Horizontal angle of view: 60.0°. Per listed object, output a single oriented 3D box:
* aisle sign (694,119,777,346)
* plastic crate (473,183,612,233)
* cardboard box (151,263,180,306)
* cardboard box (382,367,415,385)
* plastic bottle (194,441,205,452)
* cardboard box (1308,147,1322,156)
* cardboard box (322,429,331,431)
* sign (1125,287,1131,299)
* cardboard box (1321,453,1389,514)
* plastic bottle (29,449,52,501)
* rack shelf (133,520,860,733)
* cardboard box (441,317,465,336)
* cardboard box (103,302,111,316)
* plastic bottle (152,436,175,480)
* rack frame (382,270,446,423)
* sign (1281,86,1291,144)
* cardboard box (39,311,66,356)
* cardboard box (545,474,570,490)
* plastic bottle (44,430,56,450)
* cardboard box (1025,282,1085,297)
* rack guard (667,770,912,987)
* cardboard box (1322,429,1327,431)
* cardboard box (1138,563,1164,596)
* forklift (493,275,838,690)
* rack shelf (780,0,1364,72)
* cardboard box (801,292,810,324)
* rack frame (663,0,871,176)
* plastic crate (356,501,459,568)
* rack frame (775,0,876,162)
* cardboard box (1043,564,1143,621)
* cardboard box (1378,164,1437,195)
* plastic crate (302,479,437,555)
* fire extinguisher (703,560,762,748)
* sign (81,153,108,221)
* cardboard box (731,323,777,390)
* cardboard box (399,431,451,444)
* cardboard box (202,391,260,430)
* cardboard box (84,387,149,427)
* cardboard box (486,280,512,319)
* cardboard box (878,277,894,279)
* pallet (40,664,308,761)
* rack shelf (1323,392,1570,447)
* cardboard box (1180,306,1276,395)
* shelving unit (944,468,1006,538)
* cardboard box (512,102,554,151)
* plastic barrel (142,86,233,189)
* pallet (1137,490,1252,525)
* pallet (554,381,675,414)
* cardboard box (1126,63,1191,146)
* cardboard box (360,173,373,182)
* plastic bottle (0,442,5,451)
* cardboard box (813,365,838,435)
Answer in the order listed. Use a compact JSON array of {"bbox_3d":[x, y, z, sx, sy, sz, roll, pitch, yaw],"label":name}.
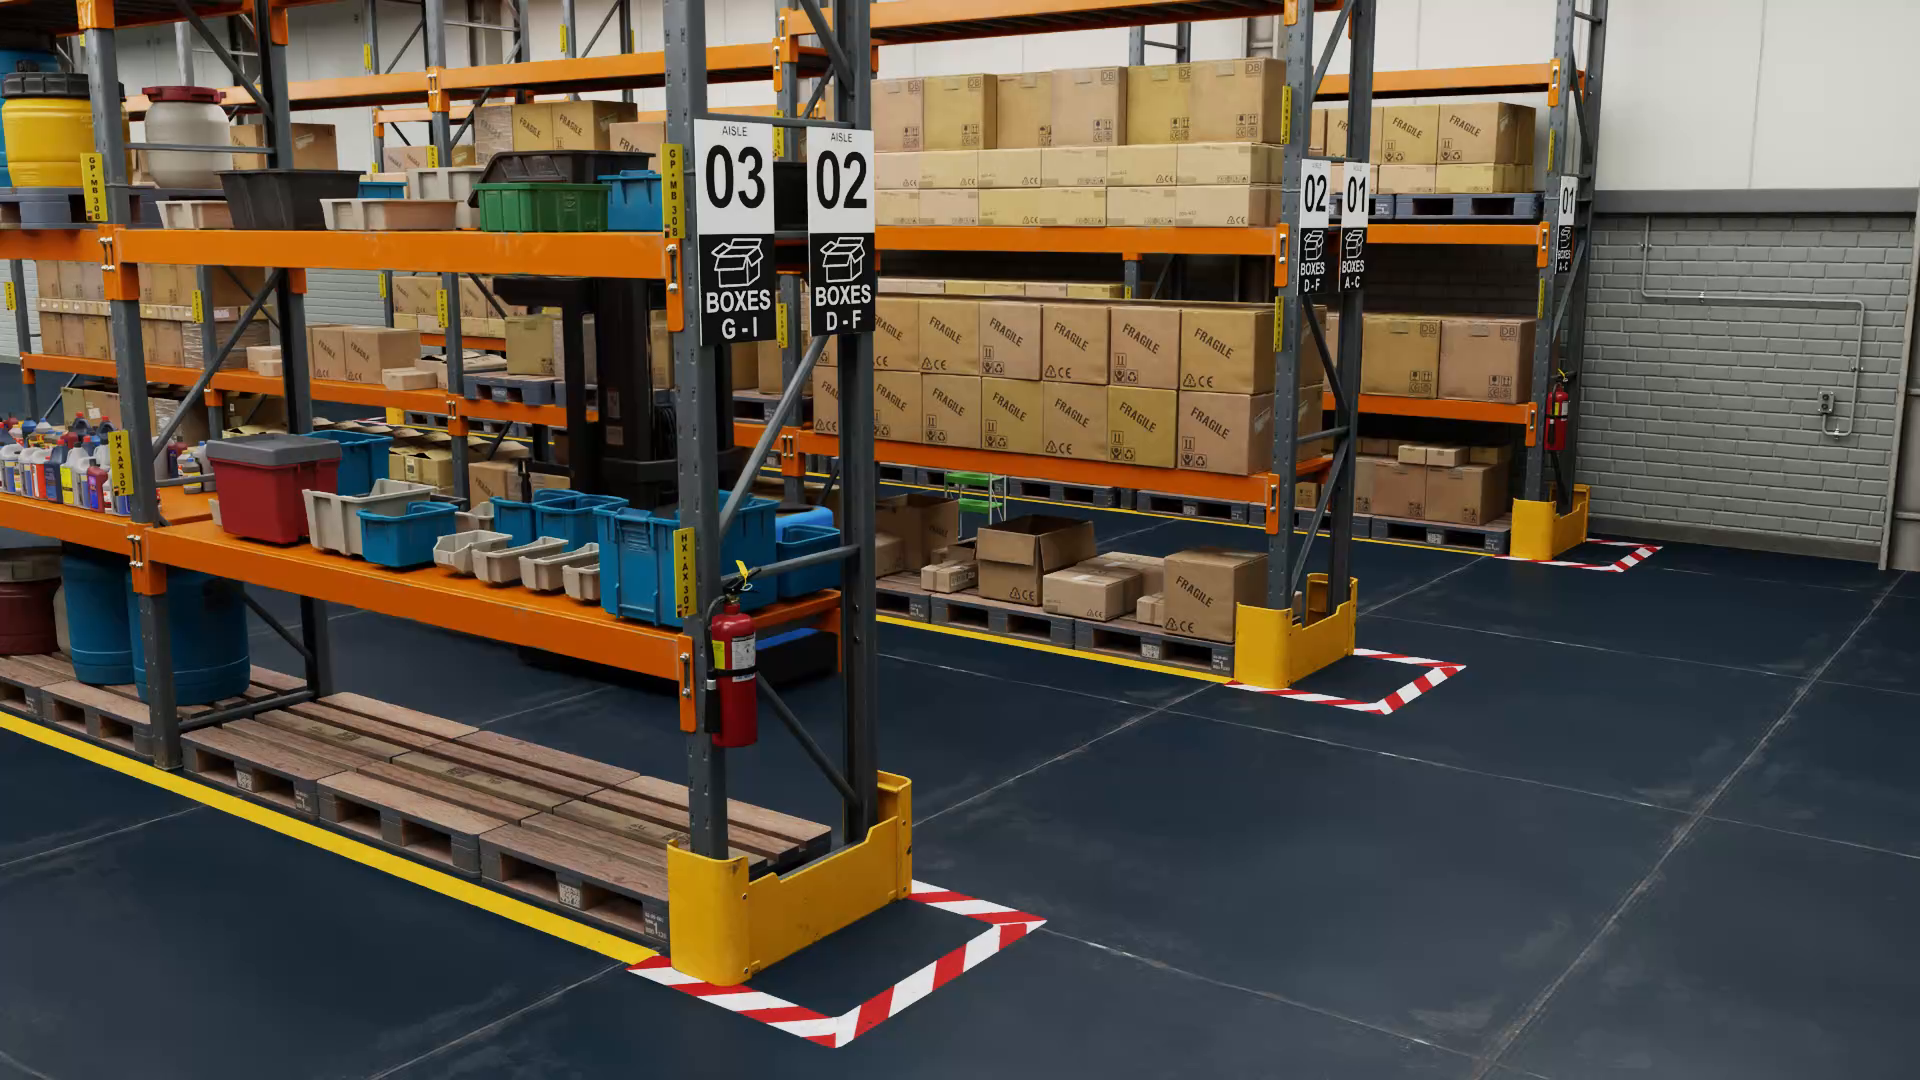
[{"bbox_3d":[-0.808,-1.110,6.026,0.004,0.787,0.394,8,13,36],"label":"aisle sign"},{"bbox_3d":[-1.657,-1.323,6.629,0.336,0.188,0.450,8,13,36],"label":"plastic crate"},{"bbox_3d":[-8.200,-2.785,17.851,0.500,0.500,0.700,8,13,35],"label":"cardboard box"},{"bbox_3d":[-5.267,-1.555,15.834,0.250,0.149,0.380,9,14,40],"label":"cardboard box"},{"bbox_3d":[-4.437,-0.442,9.756,0.097,0.271,0.097,0,11,0],"label":"plastic bottle"},{"bbox_3d":[1.982,-2.387,10.651,0.500,0.250,0.500,8,13,36],"label":"cardboard box"},{"bbox_3d":[-6.426,-0.926,16.574,0.500,0.311,0.500,7,13,34],"label":"cardboard box"},{"bbox_3d":[1.634,-2.299,16.174,0.005,0.325,0.100,8,13,36],"label":"sign"},{"bbox_3d":[3.739,-0.558,15.494,0.500,0.500,0.700,7,13,34],"label":"cardboard box"},{"bbox_3d":[-5.127,-0.368,9.362,0.135,0.276,0.152,8,13,36],"label":"plastic bottle"},{"bbox_3d":[-2.305,0.242,7.778,4.000,0.370,1.077,8,13,36],"label":"rack shelf"},{"bbox_3d":[-6.686,-2.921,22.571,0.500,0.250,0.500,8,13,35],"label":"cardboard box"},{"bbox_3d":[-9.227,-2.561,18.399,0.250,0.149,0.380,8,14,36],"label":"cardboard box"},{"bbox_3d":[-4.811,-0.490,9.992,0.135,0.276,0.152,8,13,36],"label":"plastic bottle"},{"bbox_3d":[-7.725,-3.202,23.685,0.127,3.000,1.000,8,13,36],"label":"rack frame"},{"bbox_3d":[1.897,-2.469,9.668,0.005,0.325,0.100,8,13,36],"label":"sign"},{"bbox_3d":[-10.285,-2.438,19.472,0.500,0.500,0.700,8,14,36],"label":"cardboard box"},{"bbox_3d":[-3.182,-0.323,14.223,0.500,0.500,0.500,8,13,35],"label":"cardboard box"},{"bbox_3d":[-5.902,-0.612,10.819,0.097,0.201,0.097,0,11,0],"label":"plastic bottle"},{"bbox_3d":[1.013,-2.499,16.974,0.500,0.250,0.500,8,14,37],"label":"cardboard box"},{"bbox_3d":[-0.666,1.341,6.781,0.348,0.500,1.175,8,13,36],"label":"rack guard"},{"bbox_3d":[3.332,-0.980,15.968,0.250,0.149,0.380,8,14,36],"label":"cardboard box"},{"bbox_3d":[1.569,0.329,11.515,0.500,0.250,0.500,8,13,36],"label":"cardboard box"},{"bbox_3d":[-2.271,-0.679,10.824,3.031,2.935,1.130,8,13,35],"label":"forklift"},{"bbox_3d":[0.630,-3.460,11.126,4.000,0.370,1.077,8,13,36],"label":"rack shelf"},{"bbox_3d":[-1.662,-2.619,19.250,0.500,0.500,0.700,6,13,29],"label":"cardboard box"},{"bbox_3d":[-0.693,-2.832,5.977,0.127,3.000,1.000,8,13,36],"label":"rack frame"},{"bbox_3d":[-2.500,-0.026,7.548,0.300,0.233,0.416,8,13,36],"label":"plastic crate"},{"bbox_3d":[-0.982,-4.040,12.219,0.127,3.000,1.000,8,13,36],"label":"rack frame"},{"bbox_3d":[0.910,0.355,11.381,0.500,0.250,0.500,8,13,36],"label":"cardboard box"},{"bbox_3d":[4.003,-3.158,14.584,0.500,0.250,0.500,7,13,33],"label":"cardboard box"},{"bbox_3d":[-2.795,-0.108,7.844,0.530,0.282,0.437,8,13,36],"label":"plastic crate"},{"bbox_3d":[-0.840,0.421,6.143,0.183,0.674,0.296,8,13,36],"label":"fire extinguisher"},{"bbox_3d":[-4.244,-1.730,8.152,0.005,0.325,0.100,8,13,36],"label":"sign"},{"bbox_3d":[-1.823,-1.505,13.541,0.700,0.500,0.500,-11,15,-44],"label":"cardboard box"},{"bbox_3d":[-5.293,-0.895,16.415,0.500,0.311,0.500,7,13,34],"label":"cardboard box"},{"bbox_3d":[-8.026,-1.373,18.390,0.500,0.500,0.500,8,13,36],"label":"cardboard box"},{"bbox_3d":[-9.539,-1.463,18.856,0.500,0.500,0.500,8,13,36],"label":"cardboard box"},{"bbox_3d":[-5.870,-3.176,21.918,0.500,0.500,0.500,7,13,34],"label":"cardboard box"},{"bbox_3d":[-1.040,-2.782,18.440,0.500,0.250,0.500,8,14,37],"label":"cardboard box"},{"bbox_3d":[-4.514,0.939,9.618,1.213,0.211,1.003,8,13,36],"label":"pallet"},{"bbox_3d":[3.559,-1.275,15.617,4.000,0.370,1.077,8,13,36],"label":"rack shelf"},{"bbox_3d":[1.720,-1.193,10.401,0.500,0.500,0.500,8,13,35],"label":"cardboard box"},{"bbox_3d":[0.133,-0.570,14.820,0.503,1.200,0.258,8,13,36],"label":"shelving unit"},{"bbox_3d":[-3.447,-3.449,14.169,0.500,0.500,0.500,8,13,36],"label":"cardboard box"},{"bbox_3d":[-4.193,-2.180,9.038,0.433,0.535,0.433,0,11,0],"label":"plastic barrel"},{"bbox_3d":[2.514,-0.387,16.472,1.213,0.211,1.003,8,13,36],"label":"pallet"},{"bbox_3d":[-2.636,-1.232,14.005,1.213,0.211,1.003,8,13,36],"label":"pallet"},{"bbox_3d":[1.465,-2.782,10.718,0.500,0.500,0.700,8,13,36],"label":"cardboard box"},{"bbox_3d":[-5.493,-3.314,15.654,0.500,0.250,0.500,8,13,34],"label":"cardboard box"},{"bbox_3d":[-5.604,-0.440,9.747,0.097,0.271,0.097,0,11,0],"label":"plastic bottle"},{"bbox_3d":[-0.733,-1.044,12.268,0.500,0.500,0.500,8,14,37],"label":"cardboard box"}]
